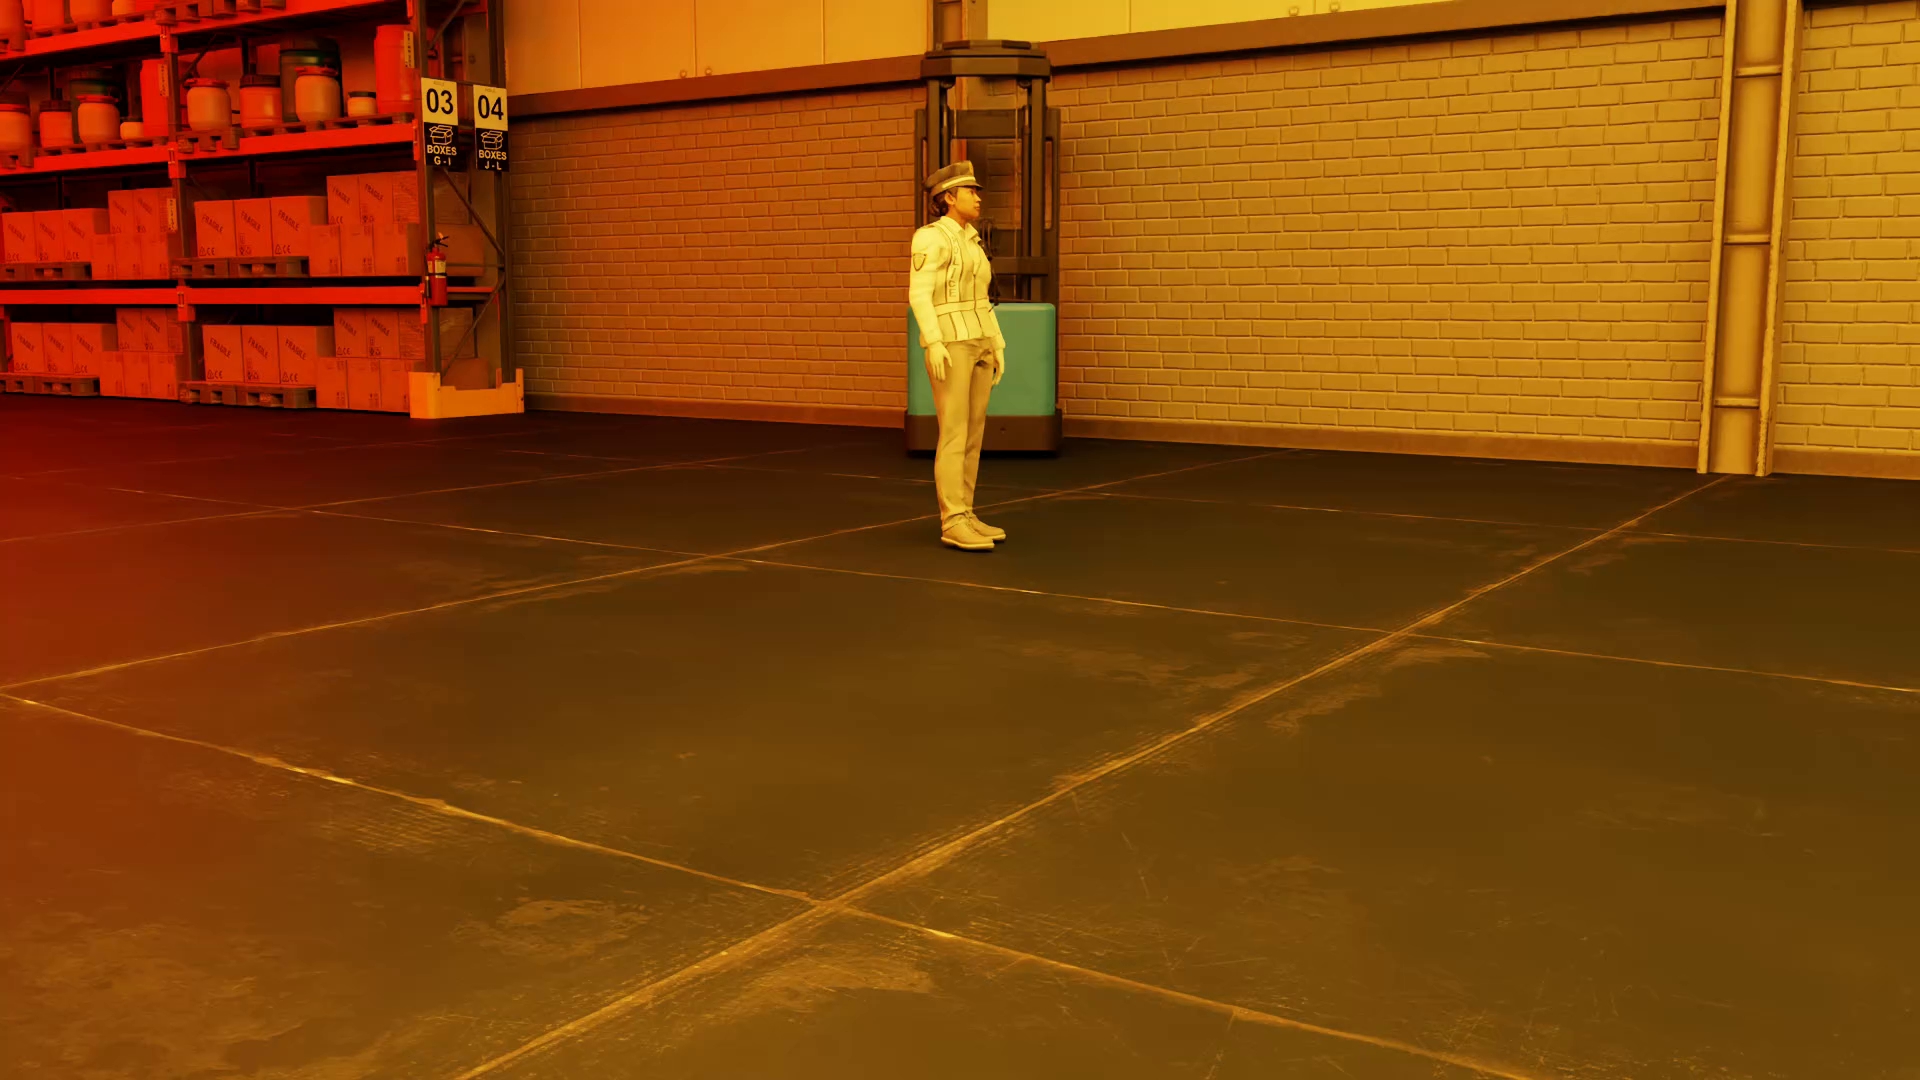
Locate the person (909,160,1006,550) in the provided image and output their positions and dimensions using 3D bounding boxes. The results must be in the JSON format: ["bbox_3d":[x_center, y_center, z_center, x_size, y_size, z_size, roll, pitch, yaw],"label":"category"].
[{"bbox_3d":[0.053,-0.840,7.440,0.531,1.695,0.588,5,10,34],"label":"person"}]

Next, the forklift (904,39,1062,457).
[{"bbox_3d":[0.217,-2.206,12.707,1.130,2.935,3.031,0,8,3],"label":"forklift"}]
